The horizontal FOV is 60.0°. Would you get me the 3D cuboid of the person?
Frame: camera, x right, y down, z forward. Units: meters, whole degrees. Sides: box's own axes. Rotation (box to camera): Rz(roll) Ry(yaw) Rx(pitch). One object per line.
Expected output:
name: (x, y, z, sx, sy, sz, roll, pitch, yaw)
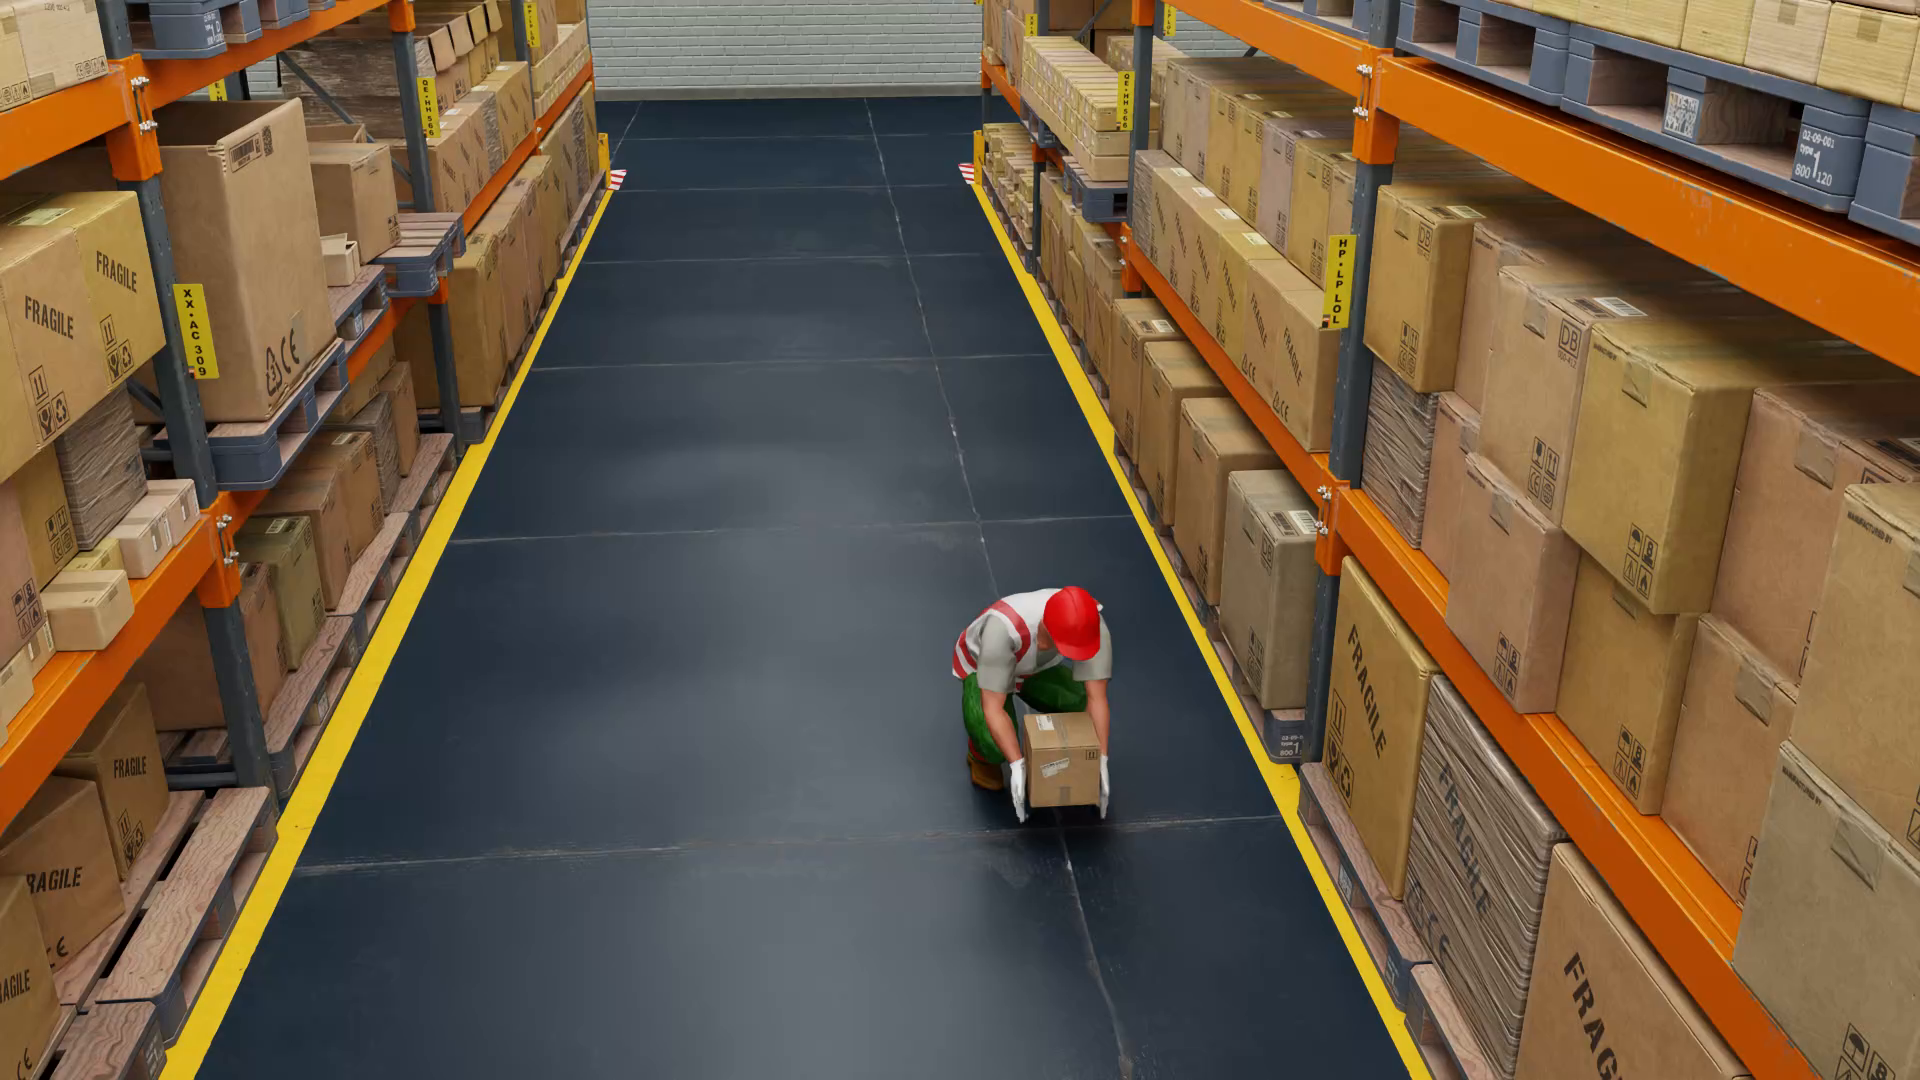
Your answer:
person: (0.291, 0.540, 6.353, 0.551, 0.980, 0.923, -7, 25, -16)
